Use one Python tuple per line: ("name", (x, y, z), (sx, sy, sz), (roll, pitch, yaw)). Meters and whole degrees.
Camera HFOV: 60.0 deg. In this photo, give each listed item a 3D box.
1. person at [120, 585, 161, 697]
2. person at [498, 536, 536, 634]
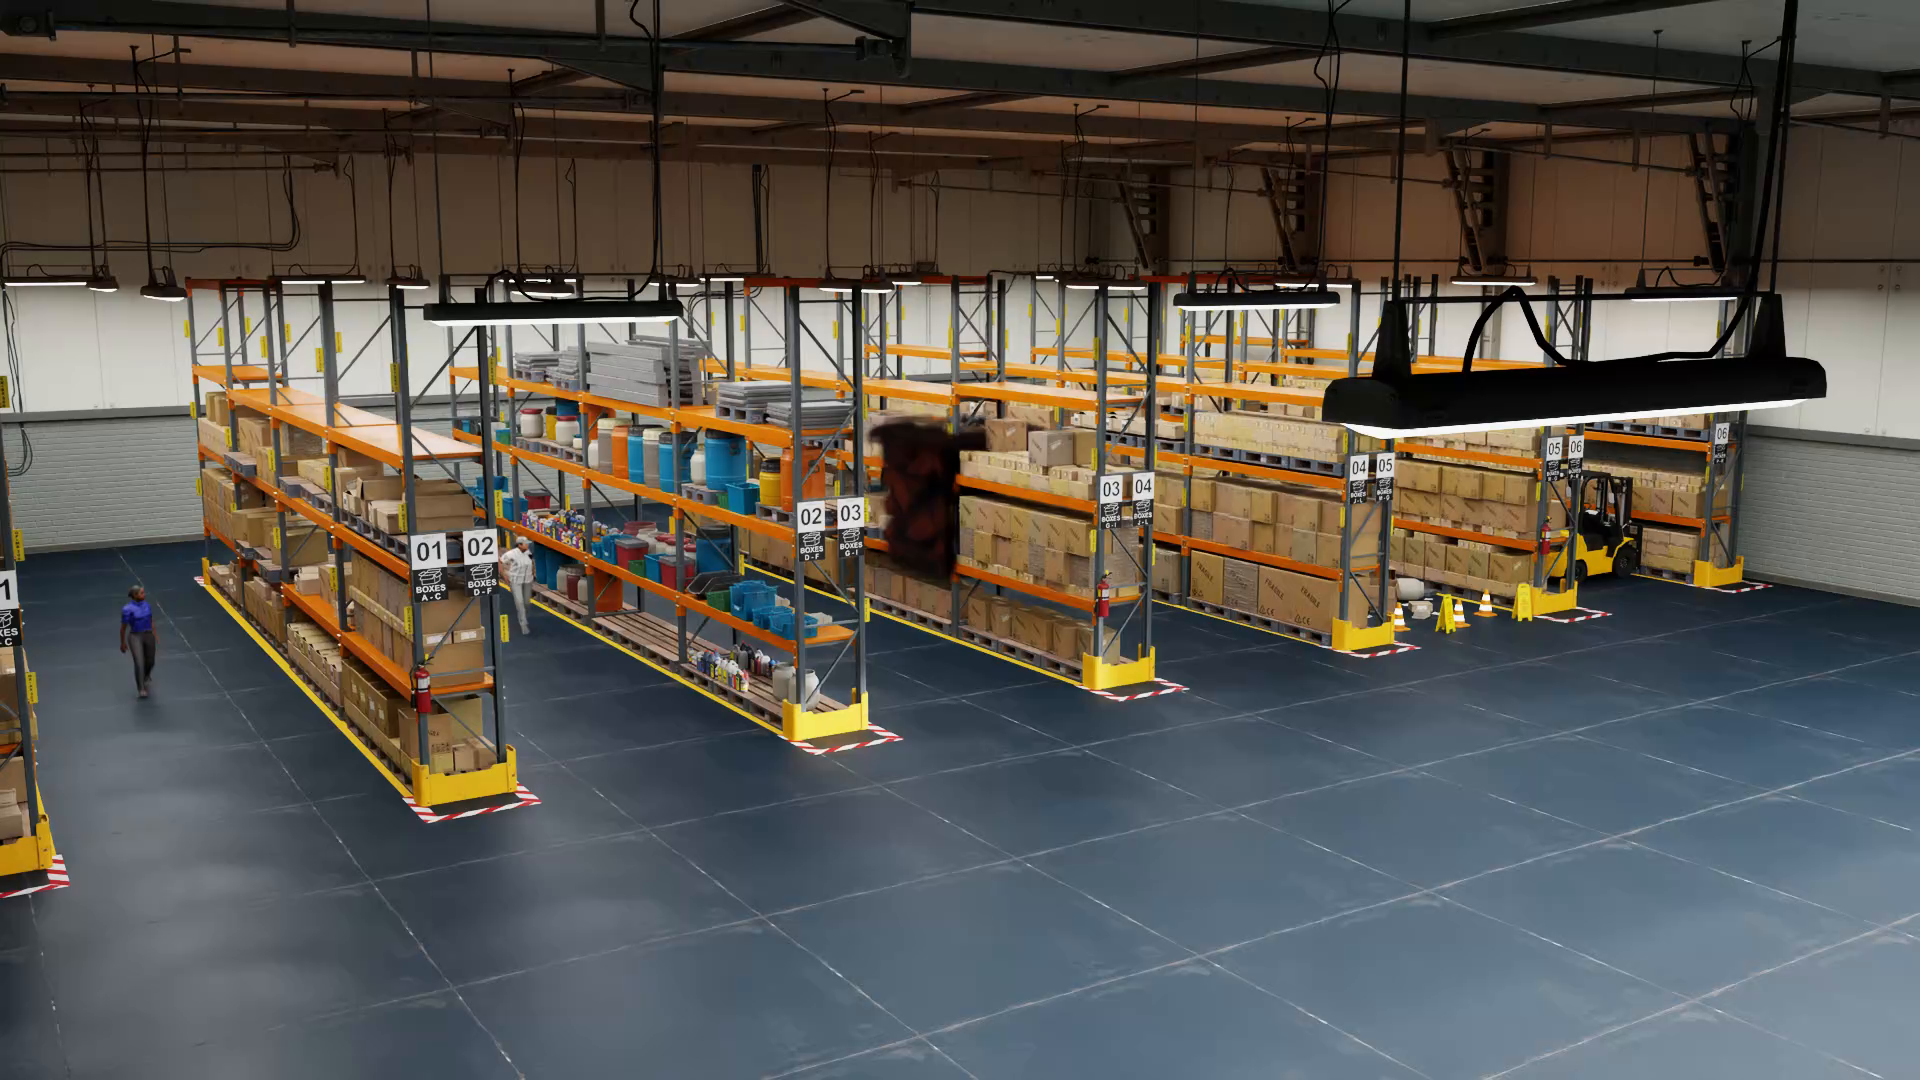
("person", (-12.106, 1.447, 24.521), (0.538, 1.609, 0.931), (-8, 12, -38))
("person", (-7.585, 0.731, 28.569), (0.644, 1.617, 1.028), (-5, 11, -29))
